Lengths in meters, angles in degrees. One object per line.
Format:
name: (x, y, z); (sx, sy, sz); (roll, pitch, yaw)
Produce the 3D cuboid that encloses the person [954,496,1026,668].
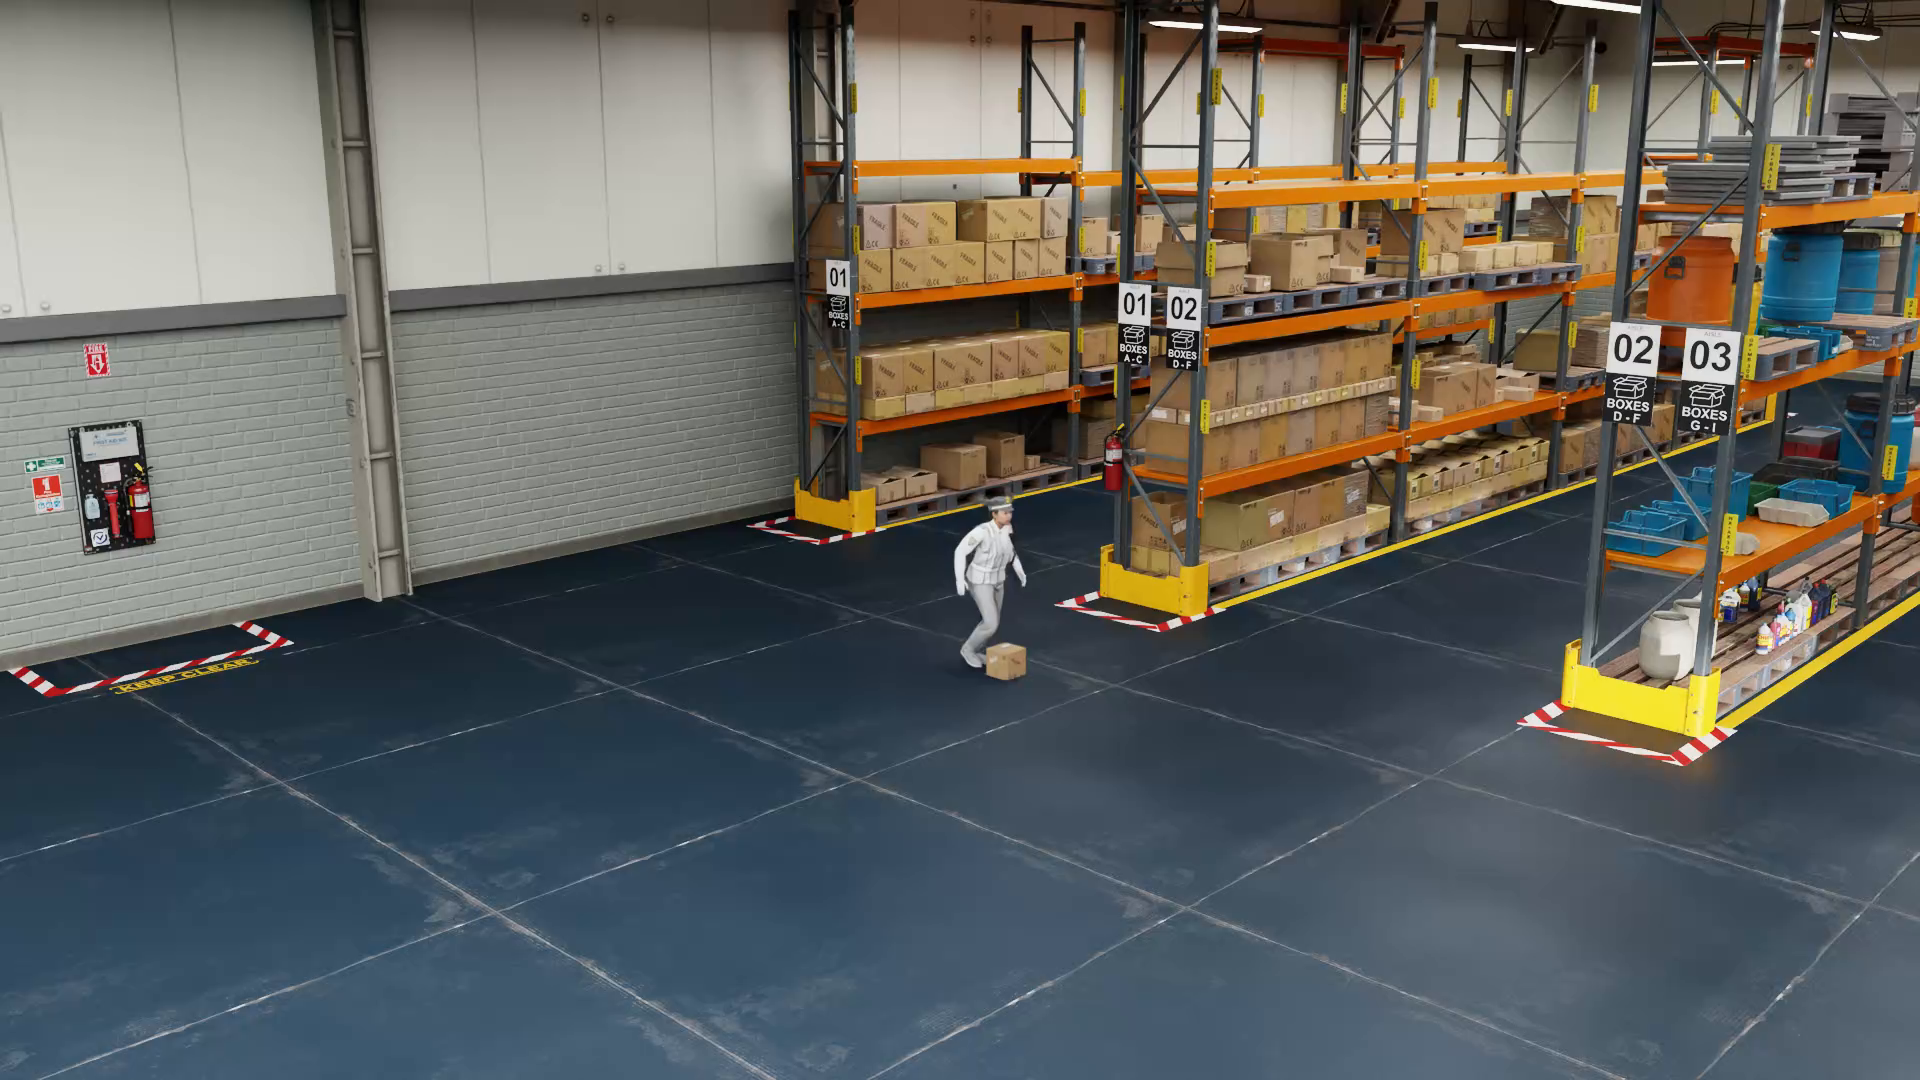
person: (0.238, 0.366, 14.607); (0.645, 1.608, 0.645); (11, 18, 38)
